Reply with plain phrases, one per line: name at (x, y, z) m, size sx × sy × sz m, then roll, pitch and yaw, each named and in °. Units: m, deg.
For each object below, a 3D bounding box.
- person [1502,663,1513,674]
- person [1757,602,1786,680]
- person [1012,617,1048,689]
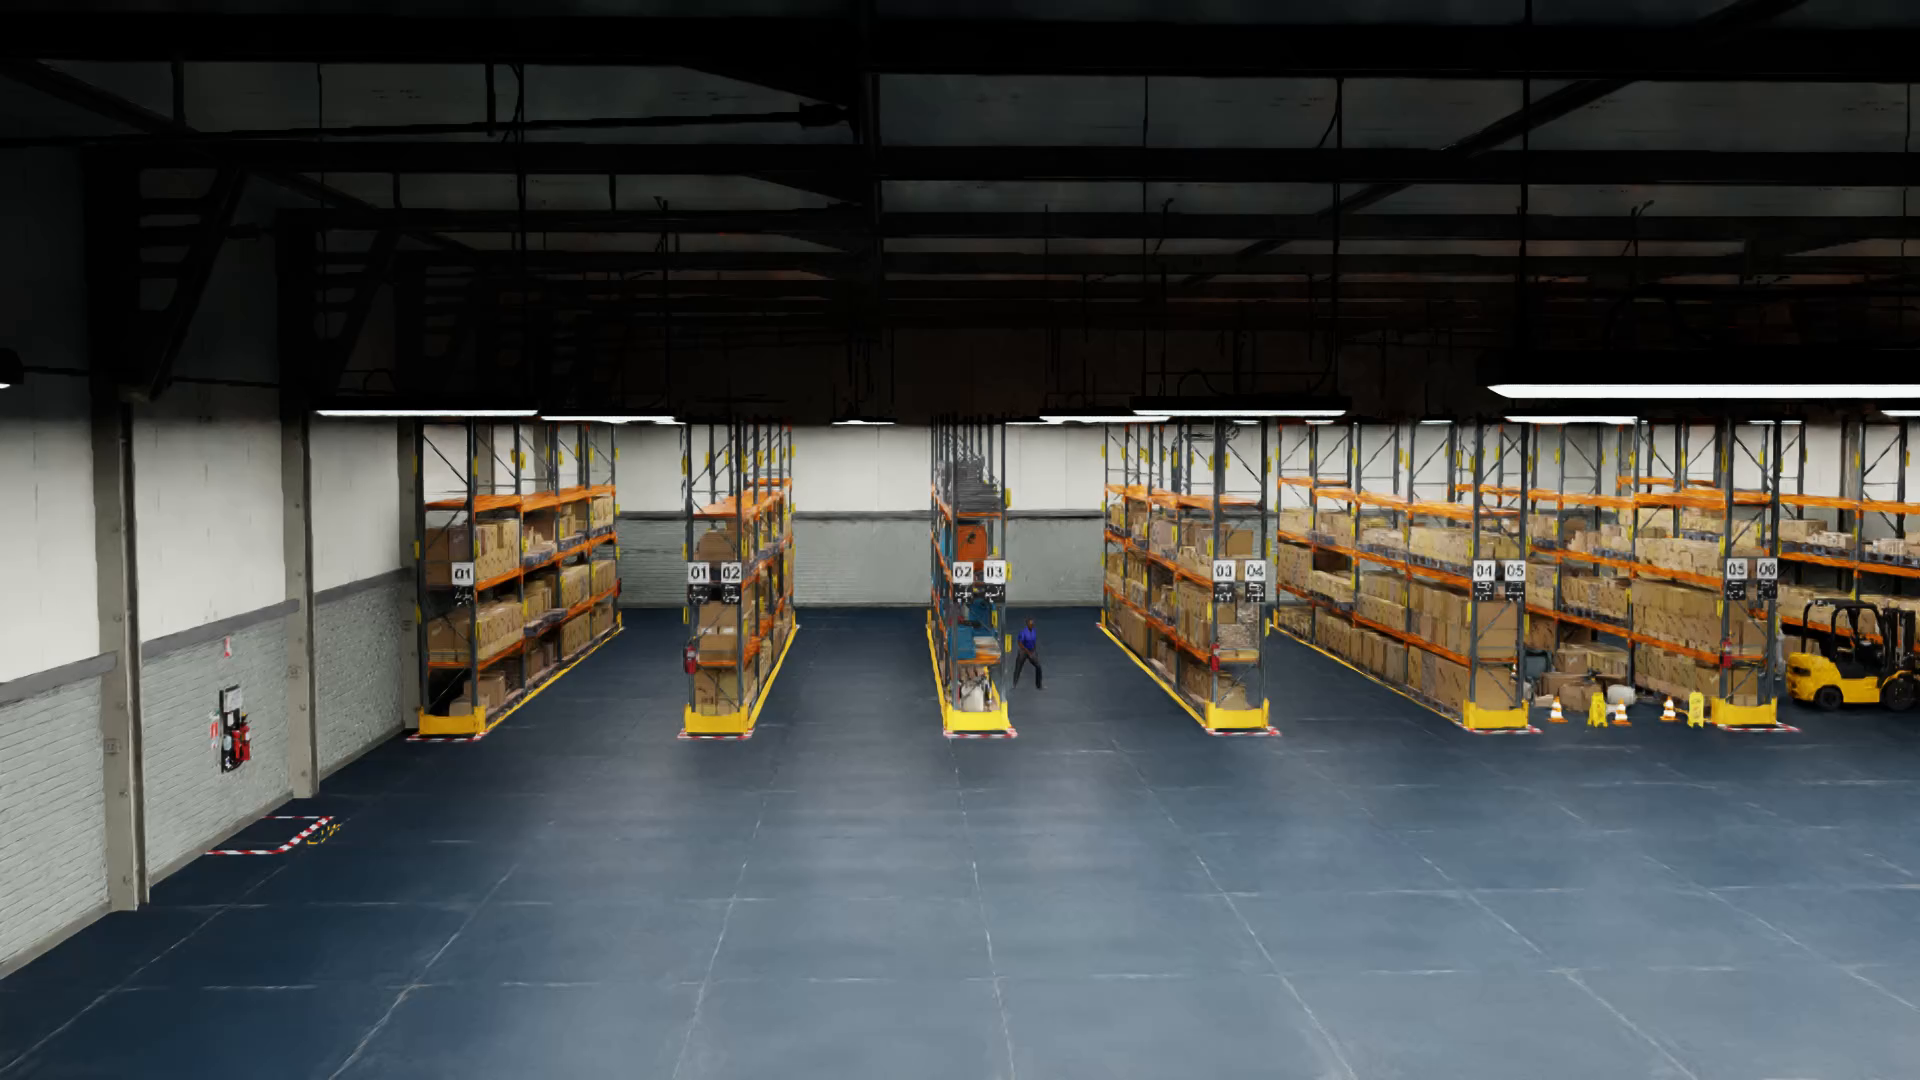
person at (12.515, 2.221, 38.168) m, size 0.547 × 1.782 × 0.646 m, roll 2°, pitch 4°, yaw 26°
person at (18.421, 2.268, 37.716) m, size 0.597 × 1.746 × 0.668 m, roll 2°, pitch 4°, yaw 23°
person at (1.487, 2.455, 36.226) m, size 0.625 × 1.594 × 0.799 m, roll -2°, pitch 4°, yaw -25°
